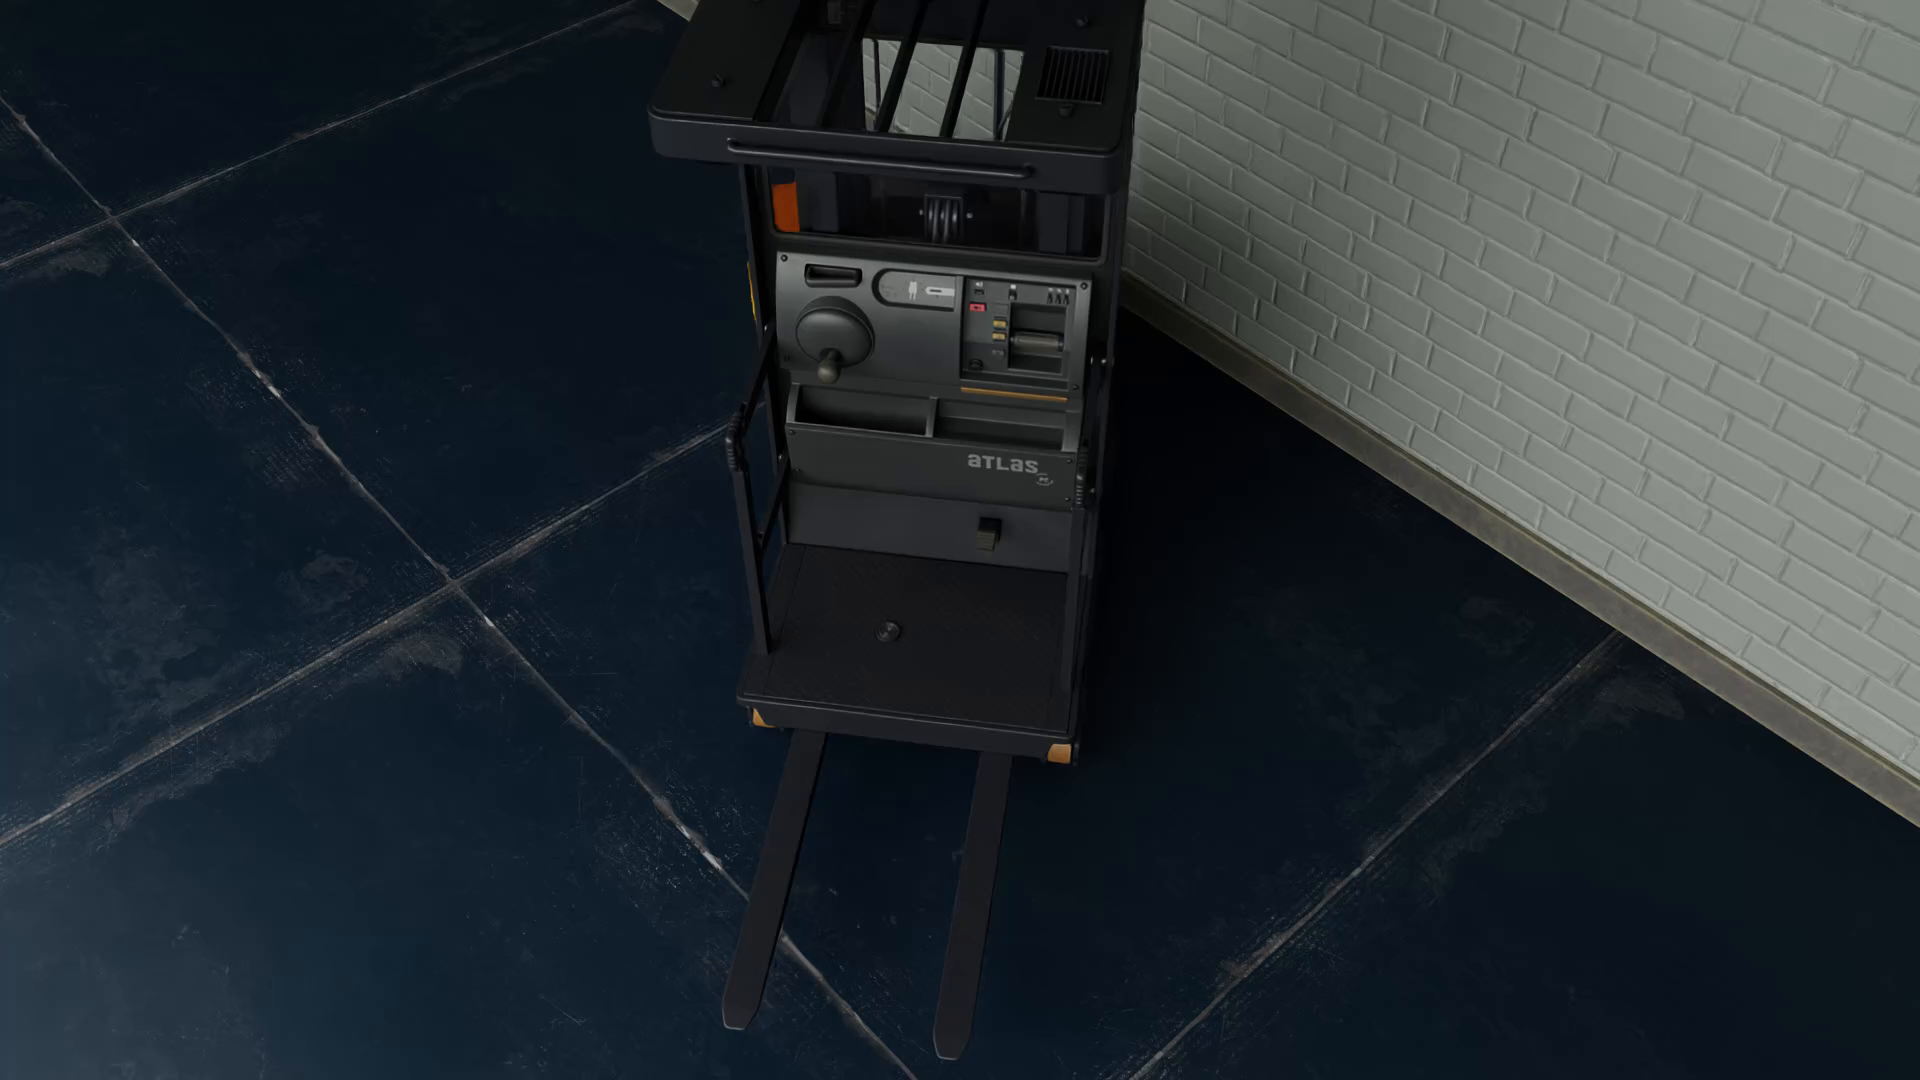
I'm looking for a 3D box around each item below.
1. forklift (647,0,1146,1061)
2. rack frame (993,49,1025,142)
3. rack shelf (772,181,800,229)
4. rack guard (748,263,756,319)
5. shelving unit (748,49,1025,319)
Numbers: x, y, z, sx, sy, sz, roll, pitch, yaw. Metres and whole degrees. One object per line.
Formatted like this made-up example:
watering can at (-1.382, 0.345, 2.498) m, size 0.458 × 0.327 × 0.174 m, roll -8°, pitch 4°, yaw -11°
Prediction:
forklift at (-0.112, -0.535, 4.750) m, size 1.130 × 2.935 × 3.031 m, roll 6°, pitch 48°, yaw 6°
rack frame at (0.201, -1.458, 6.575) m, size 0.032 × 1.500 × 0.500 m, roll -9°, pitch 48°, yaw -8°
rack shelf at (-0.296, -1.259, 6.636) m, size 1.000 × 0.185 × 0.538 m, roll -9°, pitch 48°, yaw -8°
rack guard at (-0.793, -0.881, 6.892) m, size 0.087 × 0.250 × 0.587 m, roll -9°, pitch 48°, yaw -8°
shelving unit at (-0.305, -1.380, 6.503) m, size 1.083 × 1.500 × 0.587 m, roll -9°, pitch 48°, yaw -8°
